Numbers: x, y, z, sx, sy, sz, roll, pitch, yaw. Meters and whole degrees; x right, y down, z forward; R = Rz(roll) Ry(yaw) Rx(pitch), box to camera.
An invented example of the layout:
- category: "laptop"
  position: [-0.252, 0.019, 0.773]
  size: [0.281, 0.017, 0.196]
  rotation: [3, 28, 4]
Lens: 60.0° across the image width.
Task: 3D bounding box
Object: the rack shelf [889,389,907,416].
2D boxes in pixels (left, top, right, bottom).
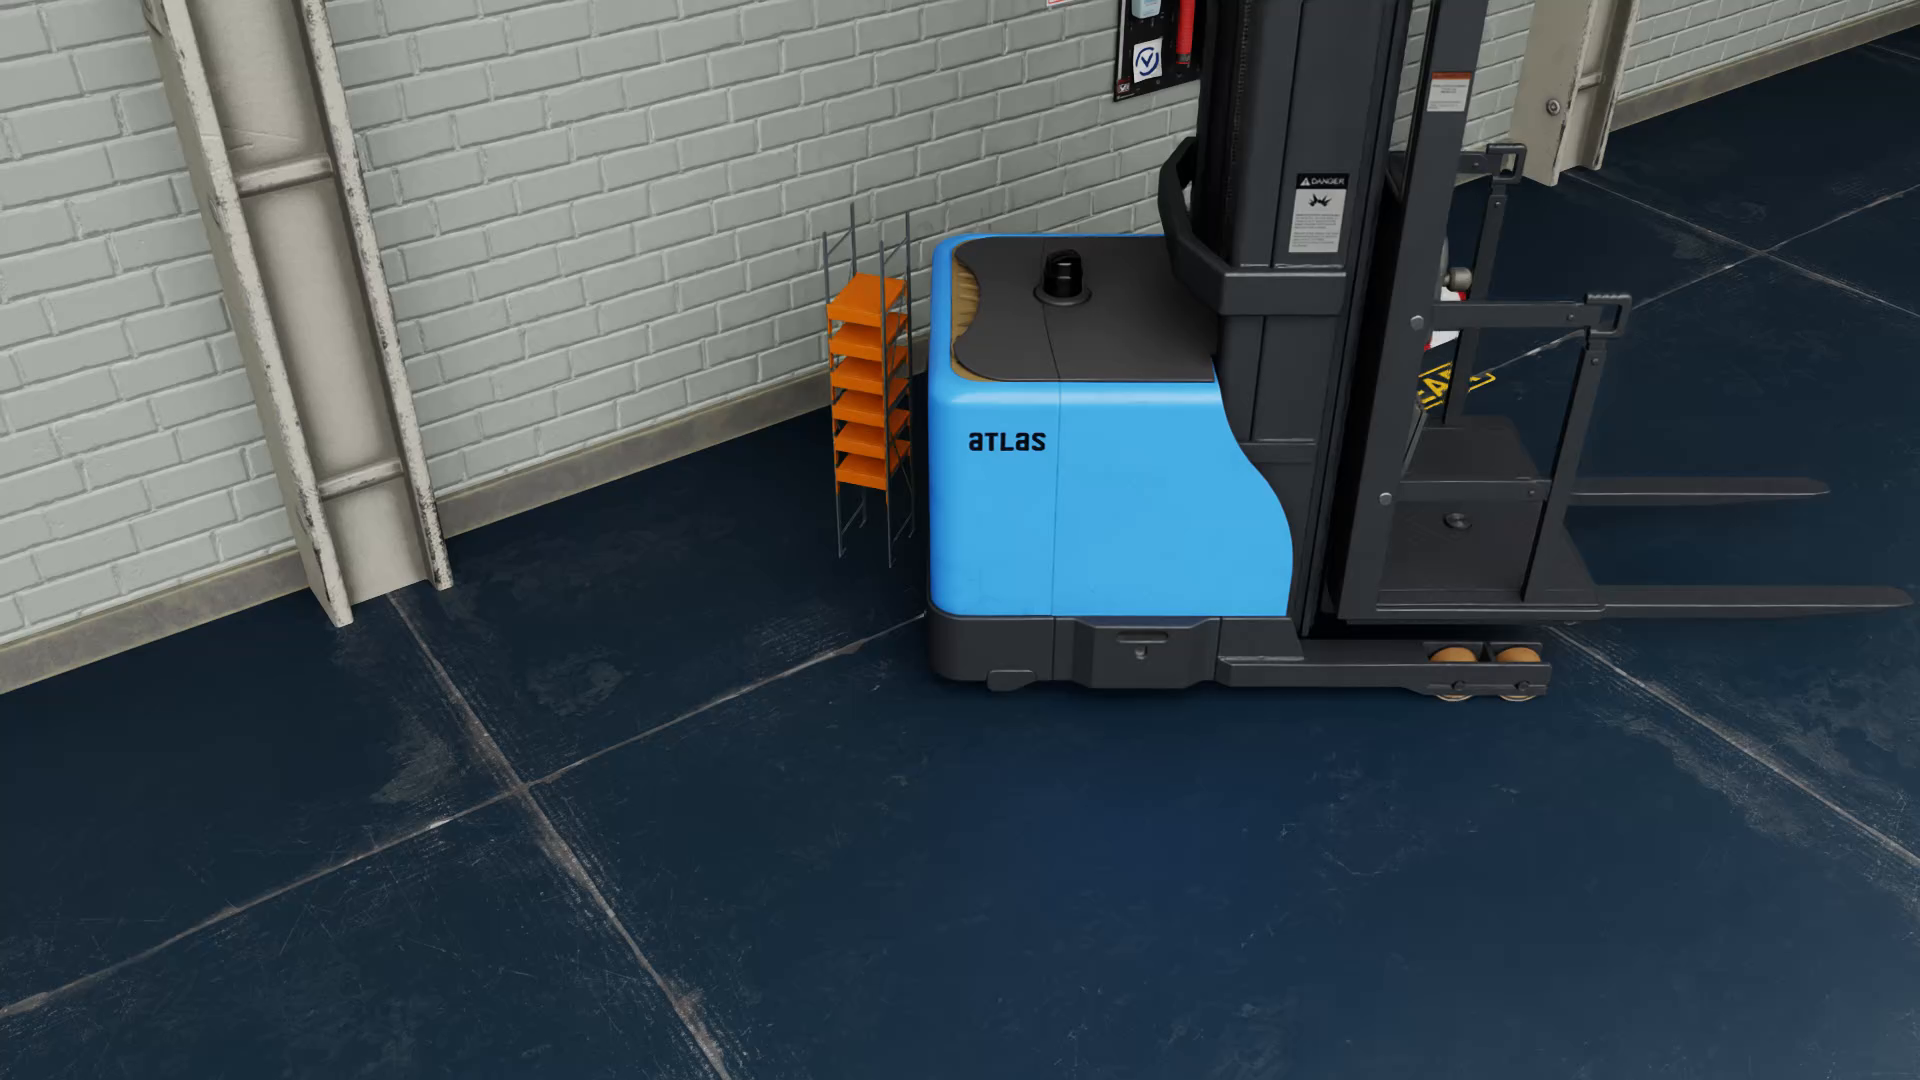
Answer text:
- category: "rack shelf"
  position: [-0.283, -0.456, 5.398]
  size: [0.166, 0.020, 0.199]
  rotation: [11, 37, 15]

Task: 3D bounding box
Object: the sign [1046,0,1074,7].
- category: "sign"
  position: [10.361, -2.162, 6.103]
  size: [16.451, 0.391, 11.513]
  rotation: [-22, 41, -28]

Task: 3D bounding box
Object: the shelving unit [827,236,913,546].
- category: "shelving unit"
  position: [-0.282, -0.475, 5.383]
  size: [0.183, 1.046, 0.258]
  rotation: [11, 37, 15]

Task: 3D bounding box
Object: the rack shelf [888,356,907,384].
- category: "rack shelf"
  position: [-0.283, -0.553, 5.328]
  size: [0.166, 0.020, 0.199]
  rotation: [11, 37, 15]

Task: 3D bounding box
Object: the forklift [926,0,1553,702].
- category: "forklift"
  position: [1.415, -1.011, 4.645]
  size: [3.031, 2.935, 1.130]
  rotation: [0, 36, 0]

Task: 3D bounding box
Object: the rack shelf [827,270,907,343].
- category: "rack shelf"
  position: [-0.283, -0.732, 5.200]
  size: [0.180, 0.103, 0.258]
  rotation: [11, 37, 15]

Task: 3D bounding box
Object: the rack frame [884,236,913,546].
- category: "rack frame"
  position: [-0.197, -0.458, 5.359]
  size: [0.002, 1.046, 0.228]
  rotation: [11, 37, 15]

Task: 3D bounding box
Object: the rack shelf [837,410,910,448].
- category: "rack shelf"
  position: [-0.283, -0.364, 5.464]
  size: [0.171, 0.034, 0.221]
  rotation: [11, 37, 15]

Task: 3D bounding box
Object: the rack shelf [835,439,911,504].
- category: "rack shelf"
  position: [-0.283, -0.245, 5.550]
  size: [0.180, 0.103, 0.258]
  rotation: [11, 37, 15]

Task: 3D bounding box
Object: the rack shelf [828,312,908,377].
- category: "rack shelf"
  position: [-0.283, -0.634, 5.270]
  size: [0.180, 0.103, 0.258]
  rotation: [11, 37, 15]

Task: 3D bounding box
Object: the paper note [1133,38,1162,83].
- category: "paper note"
  position: [0.744, -1.895, 6.570]
  size: [0.142, 0.148, 0.016]
  rotation: [-22, 41, -28]
